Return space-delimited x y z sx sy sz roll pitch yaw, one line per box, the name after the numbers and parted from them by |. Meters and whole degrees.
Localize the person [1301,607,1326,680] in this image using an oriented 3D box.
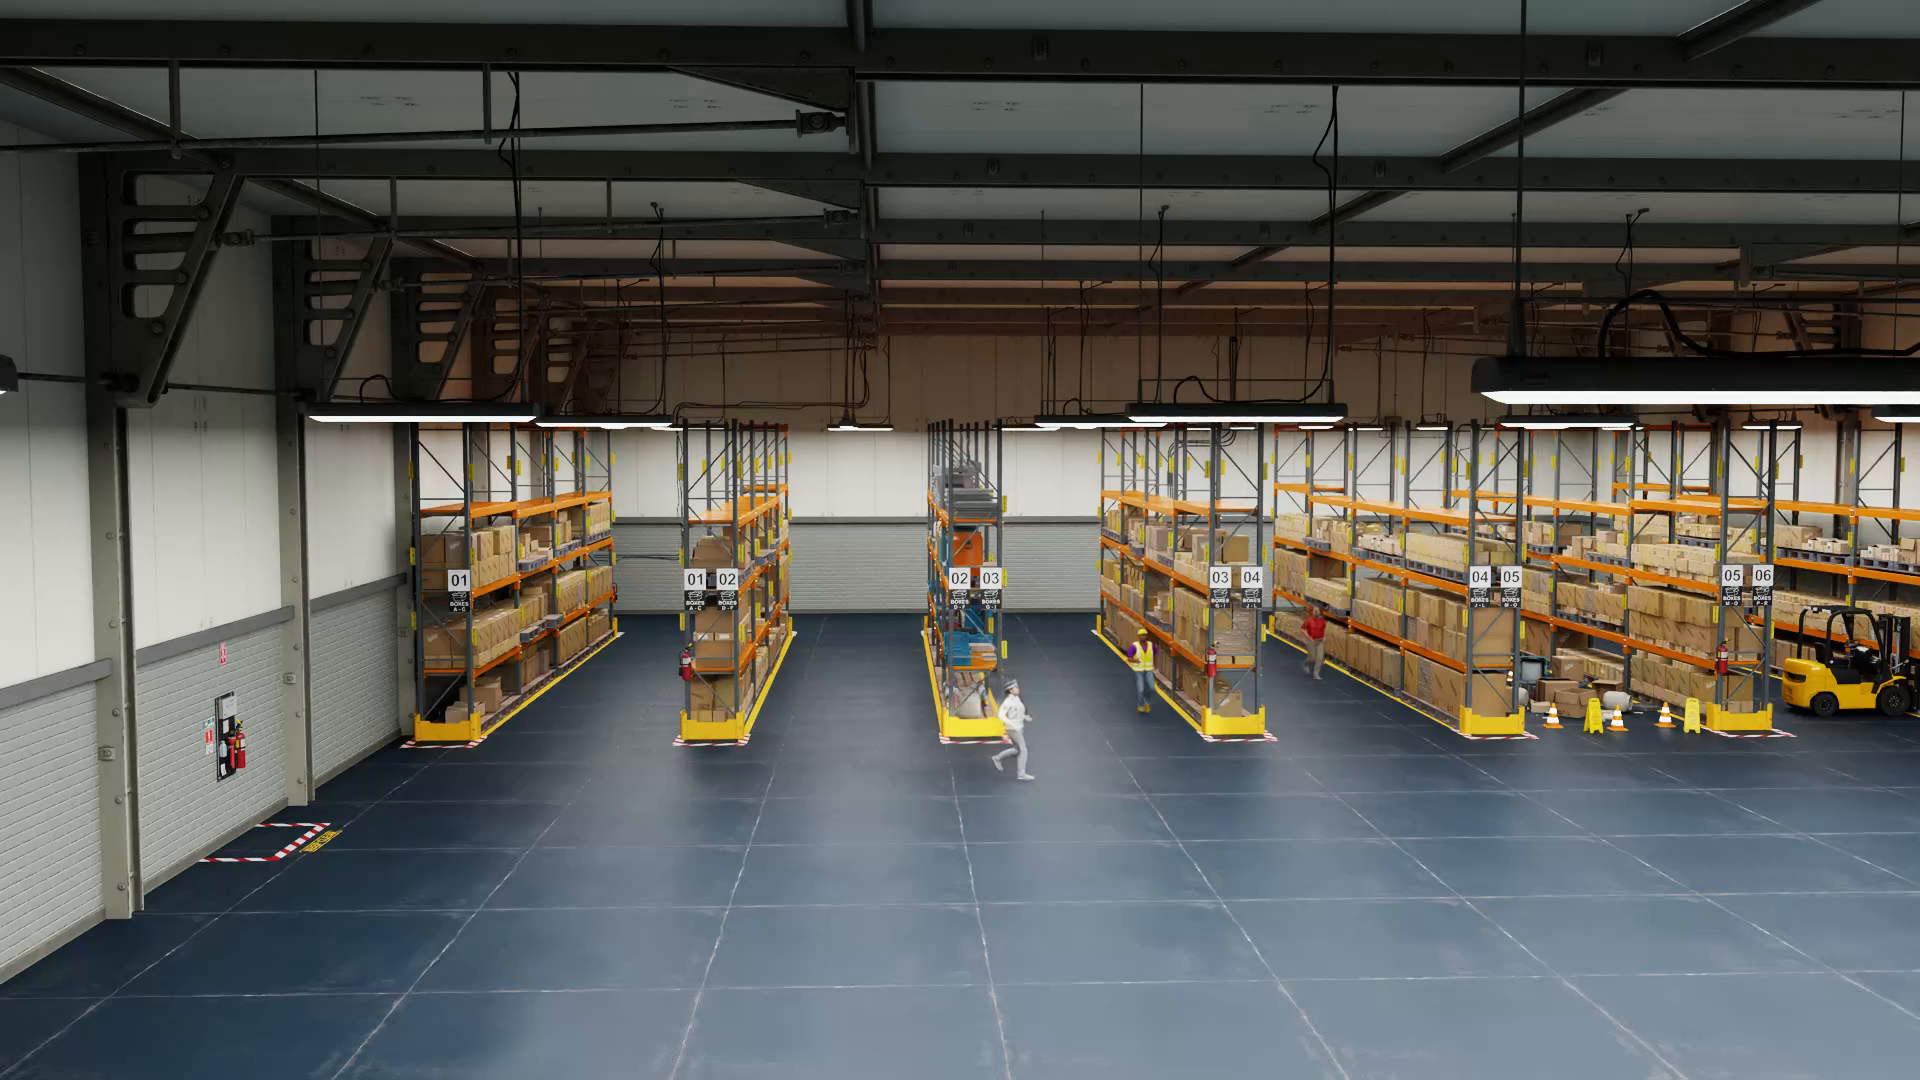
8.268 2.396 38.743 0.654 1.687 0.730 -1 4 -13 | person

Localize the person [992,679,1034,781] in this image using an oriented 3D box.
0.862 3.132 27.525 0.767 1.648 0.625 1 4 21 | person

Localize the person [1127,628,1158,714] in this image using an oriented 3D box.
3.756 2.680 33.862 0.680 1.750 0.626 0 4 -7 | person

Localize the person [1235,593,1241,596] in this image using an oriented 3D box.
7.739 1.925 46.498 0.698 1.632 0.529 0 4 6 | person
